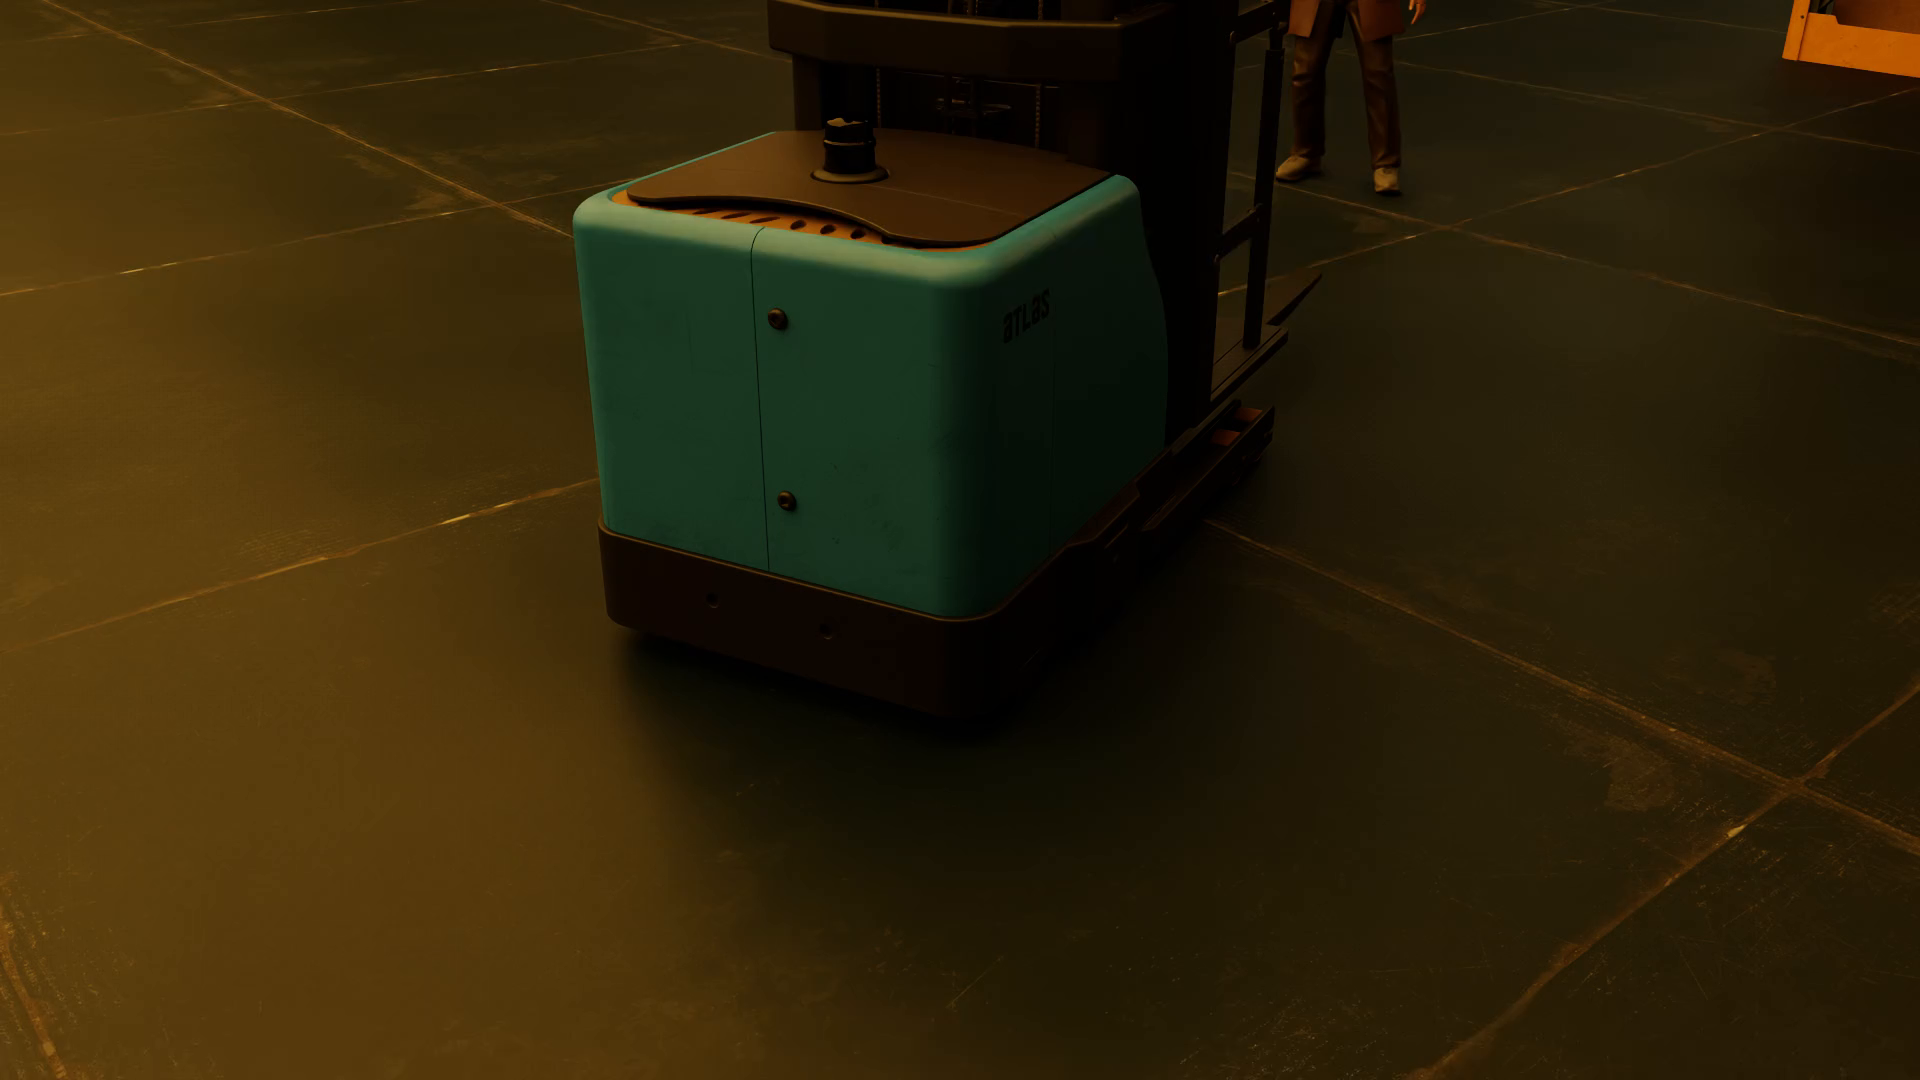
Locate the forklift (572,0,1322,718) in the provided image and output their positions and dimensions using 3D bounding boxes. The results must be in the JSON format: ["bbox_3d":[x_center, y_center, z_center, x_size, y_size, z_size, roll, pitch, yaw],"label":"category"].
[{"bbox_3d":[0.285,-1.552,4.331,1.130,2.935,3.031,13,29,25],"label":"forklift"}]

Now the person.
[{"bbox_3d":[1.759,-2.462,7.618,0.775,1.643,0.435,10,28,19],"label":"person"}]
